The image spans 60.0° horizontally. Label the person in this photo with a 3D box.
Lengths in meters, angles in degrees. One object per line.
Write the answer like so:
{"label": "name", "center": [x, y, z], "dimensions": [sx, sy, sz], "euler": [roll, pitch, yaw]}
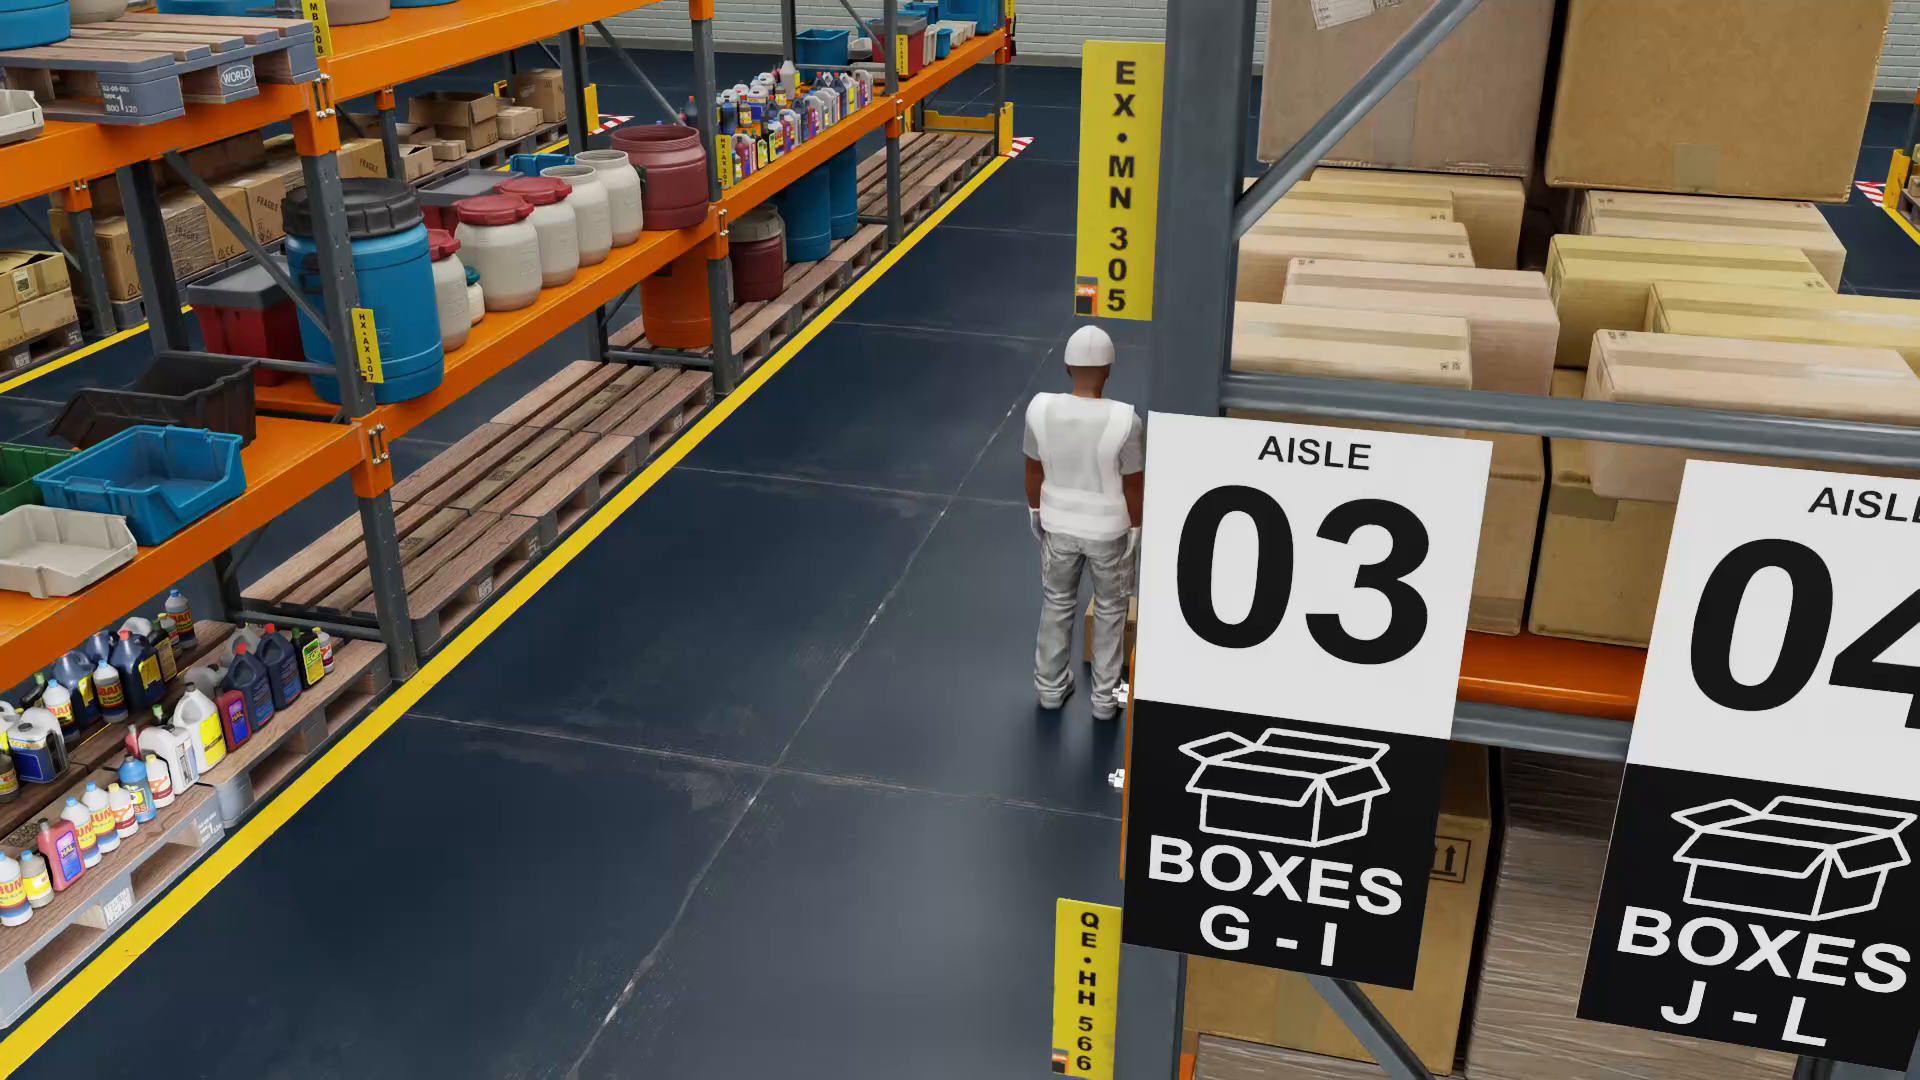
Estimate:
{"label": "person", "center": [0.540, -0.070, 7.240], "dimensions": [0.548, 1.776, 0.359], "euler": [10, 27, 21]}
